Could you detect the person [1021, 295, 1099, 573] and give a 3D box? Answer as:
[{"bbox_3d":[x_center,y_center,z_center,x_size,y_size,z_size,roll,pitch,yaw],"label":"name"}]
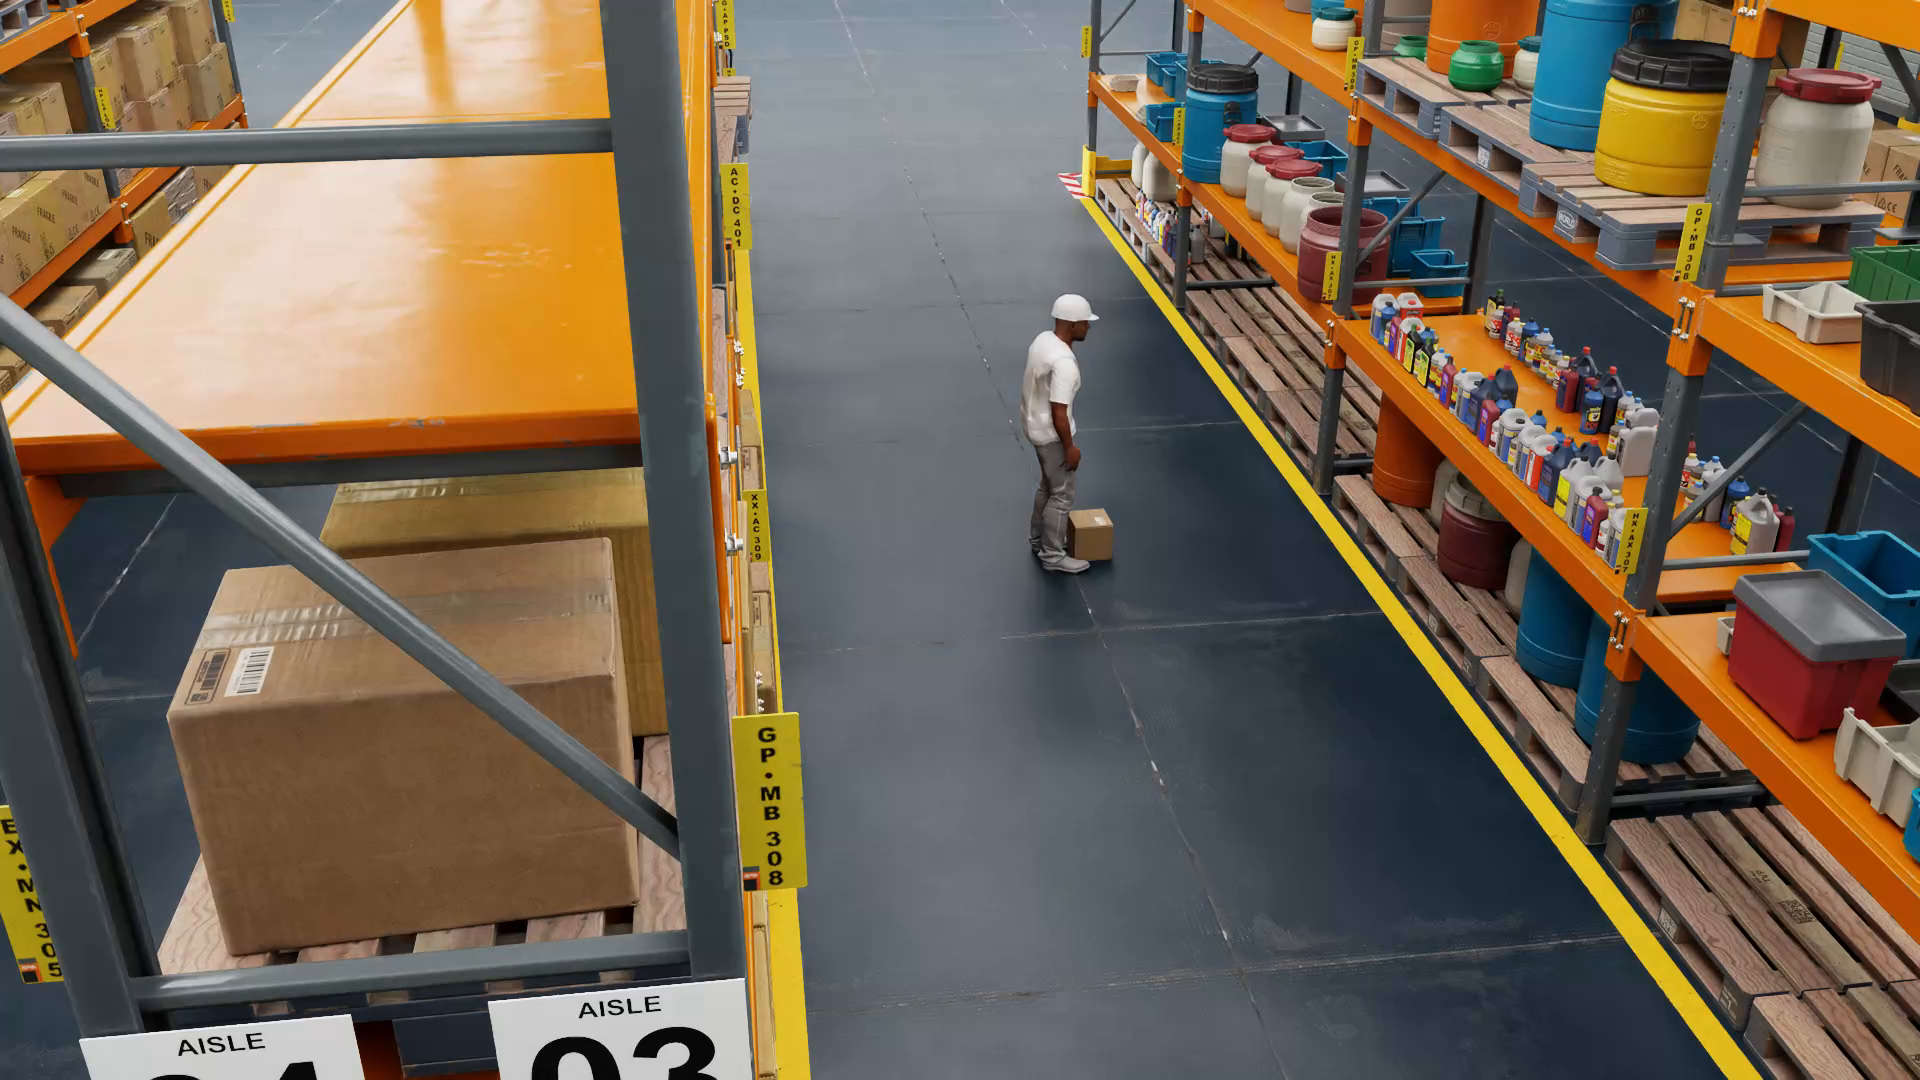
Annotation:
[{"bbox_3d":[0.619,-0.682,10.419,0.457,1.761,0.626,-4,27,-7],"label":"person"}]
